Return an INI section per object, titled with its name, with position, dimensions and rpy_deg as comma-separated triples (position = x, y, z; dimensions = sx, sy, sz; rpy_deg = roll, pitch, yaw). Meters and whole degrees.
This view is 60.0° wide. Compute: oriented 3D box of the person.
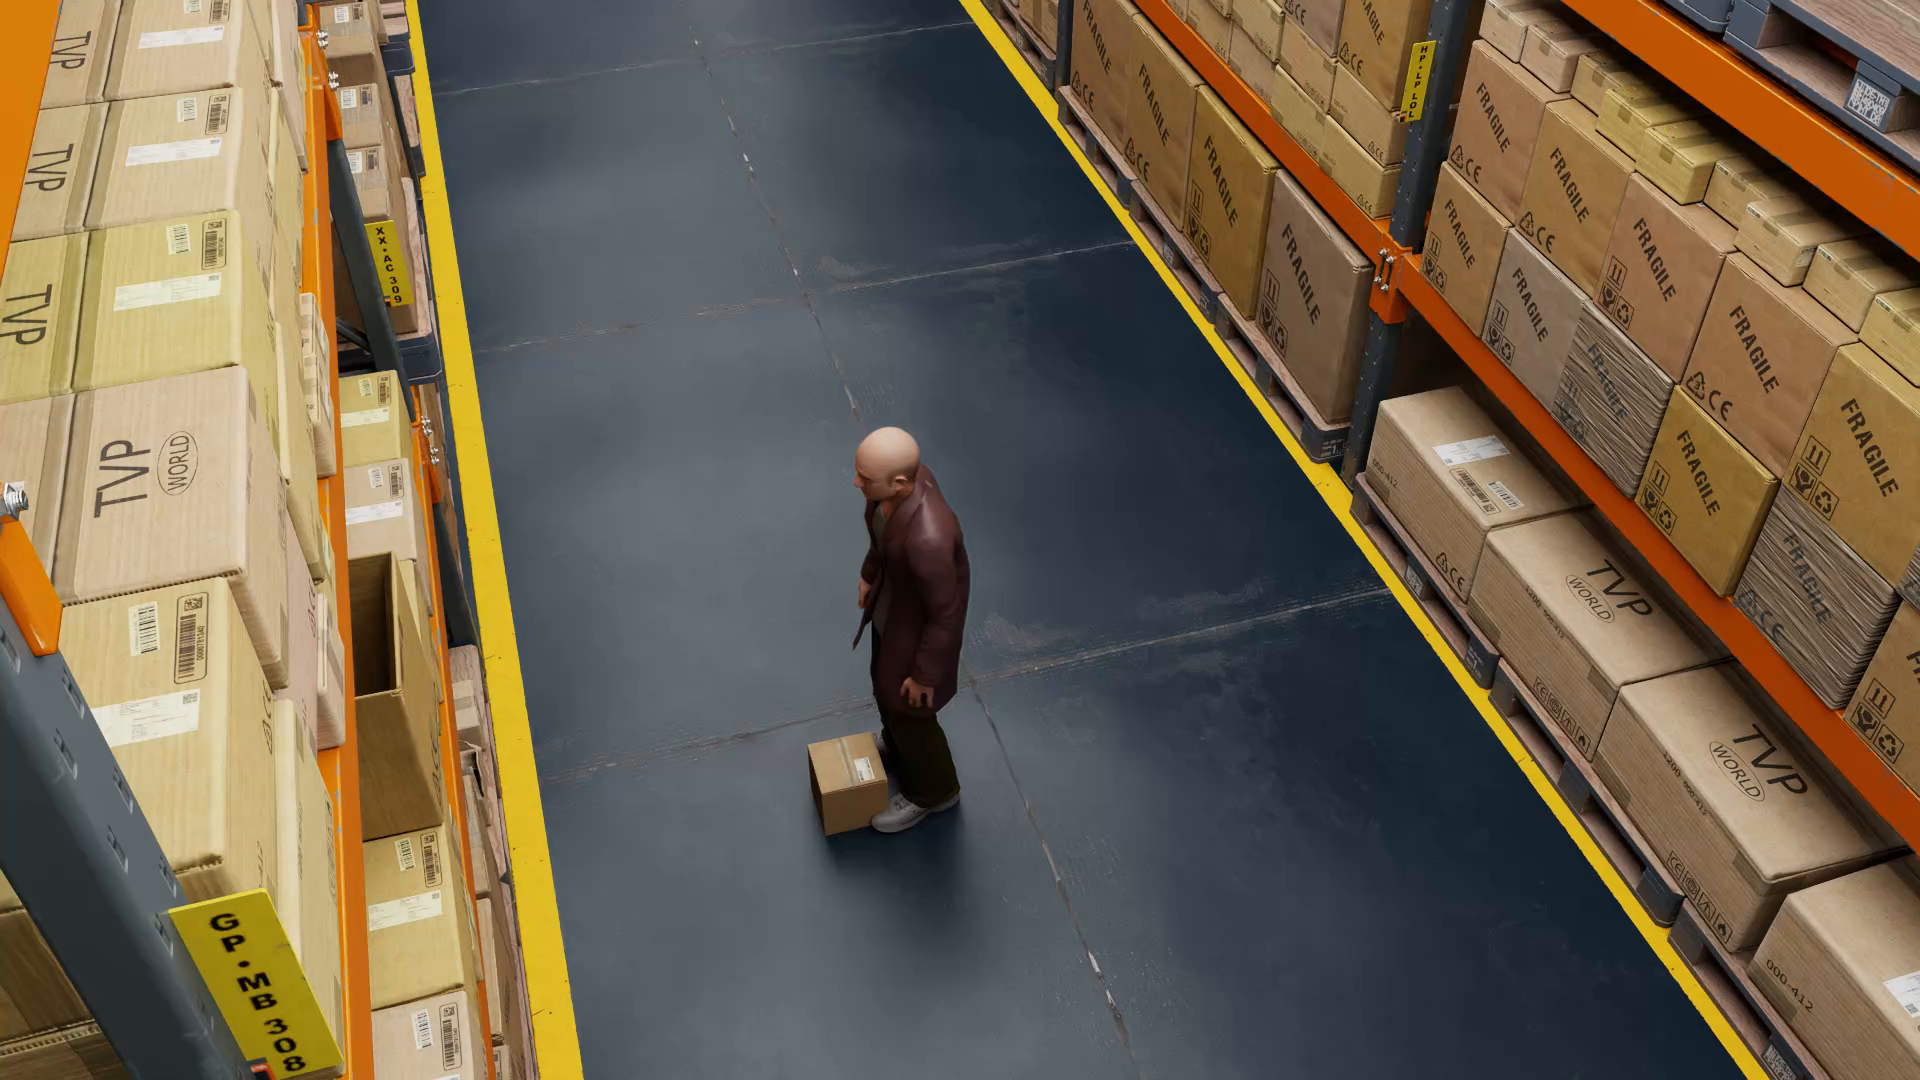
[person]
position = -0.185, 0.302, 5.832
dimensions = 0.416, 1.774, 0.656
rpy_deg = -13, 43, -14
